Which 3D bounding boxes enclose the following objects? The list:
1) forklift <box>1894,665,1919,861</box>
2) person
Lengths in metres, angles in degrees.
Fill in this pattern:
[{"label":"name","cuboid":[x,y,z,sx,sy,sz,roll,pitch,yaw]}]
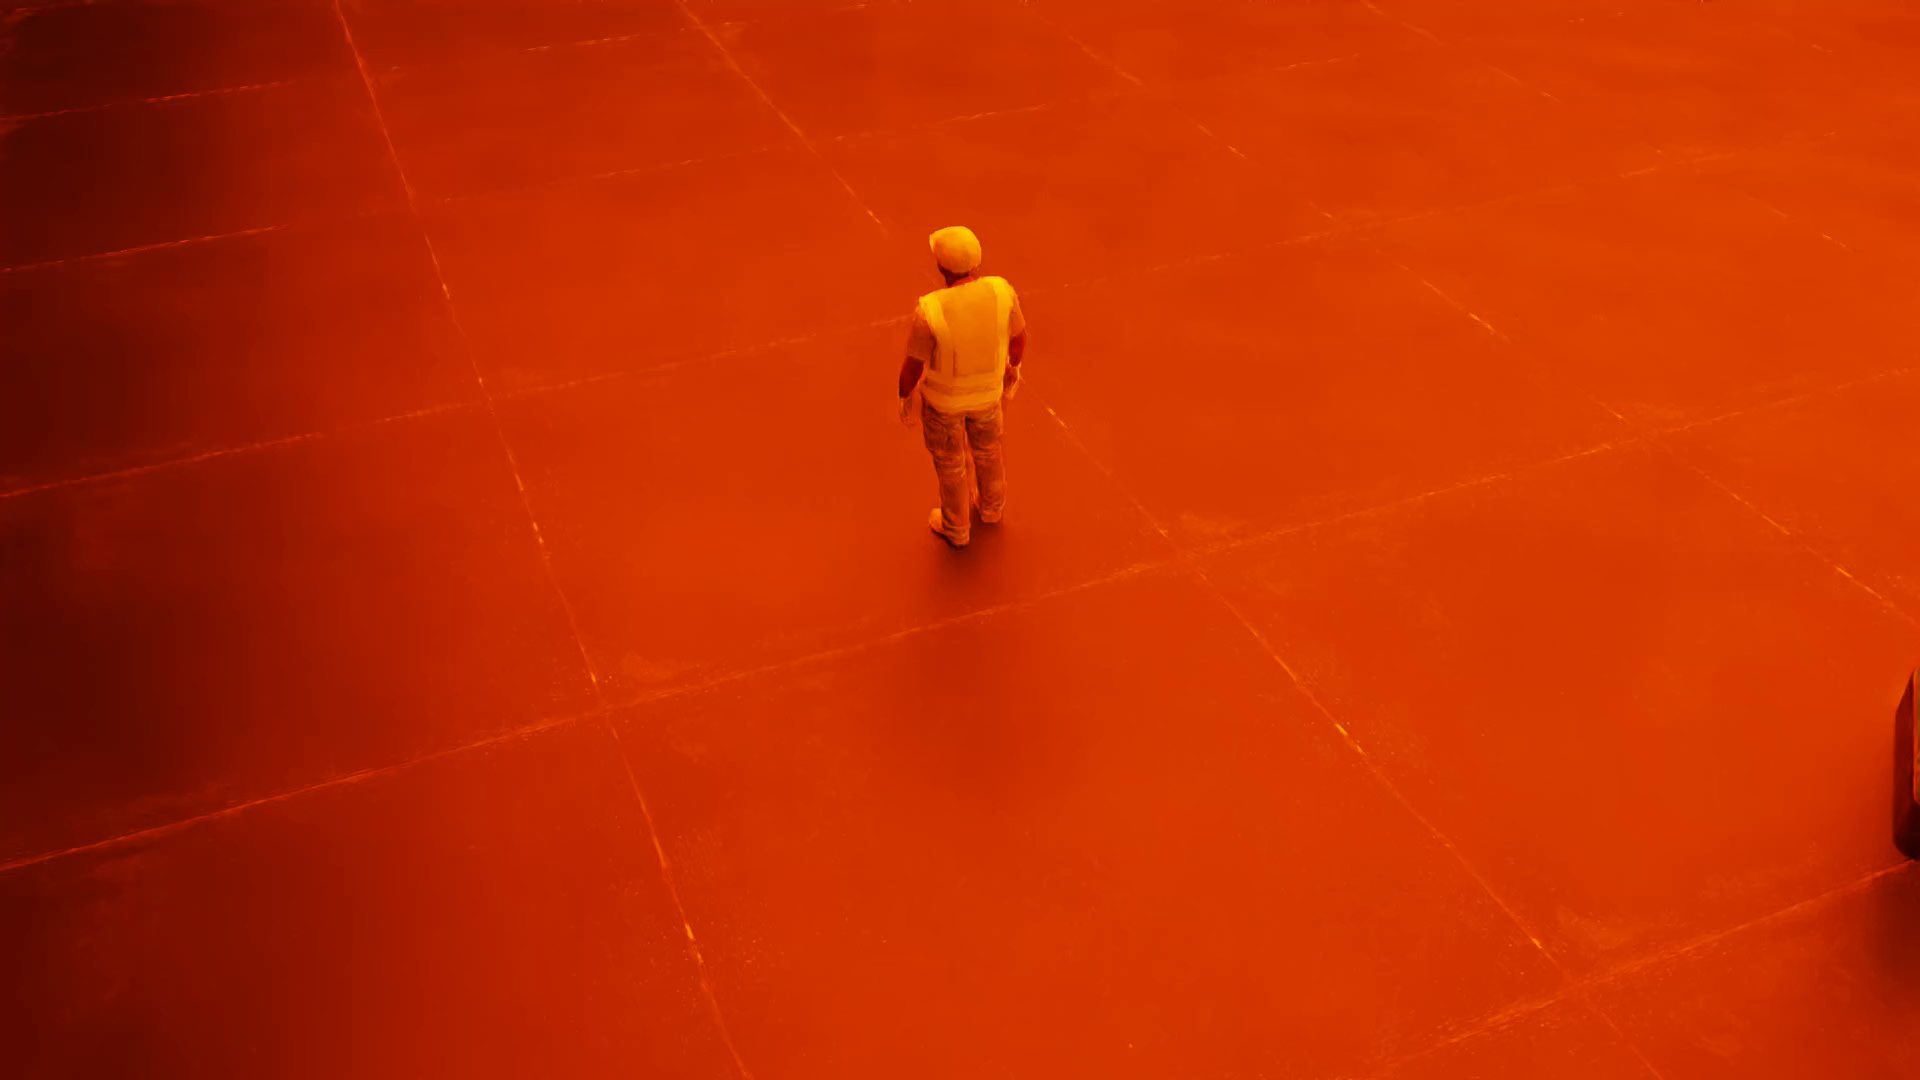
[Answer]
[{"label":"forklift","cuboid":[5.368,0.230,5.776,3.031,2.935,1.130,15,38,20]},{"label":"person","cuboid":[-0.021,-0.773,8.163,0.655,1.782,0.576,-14,38,-19]}]
